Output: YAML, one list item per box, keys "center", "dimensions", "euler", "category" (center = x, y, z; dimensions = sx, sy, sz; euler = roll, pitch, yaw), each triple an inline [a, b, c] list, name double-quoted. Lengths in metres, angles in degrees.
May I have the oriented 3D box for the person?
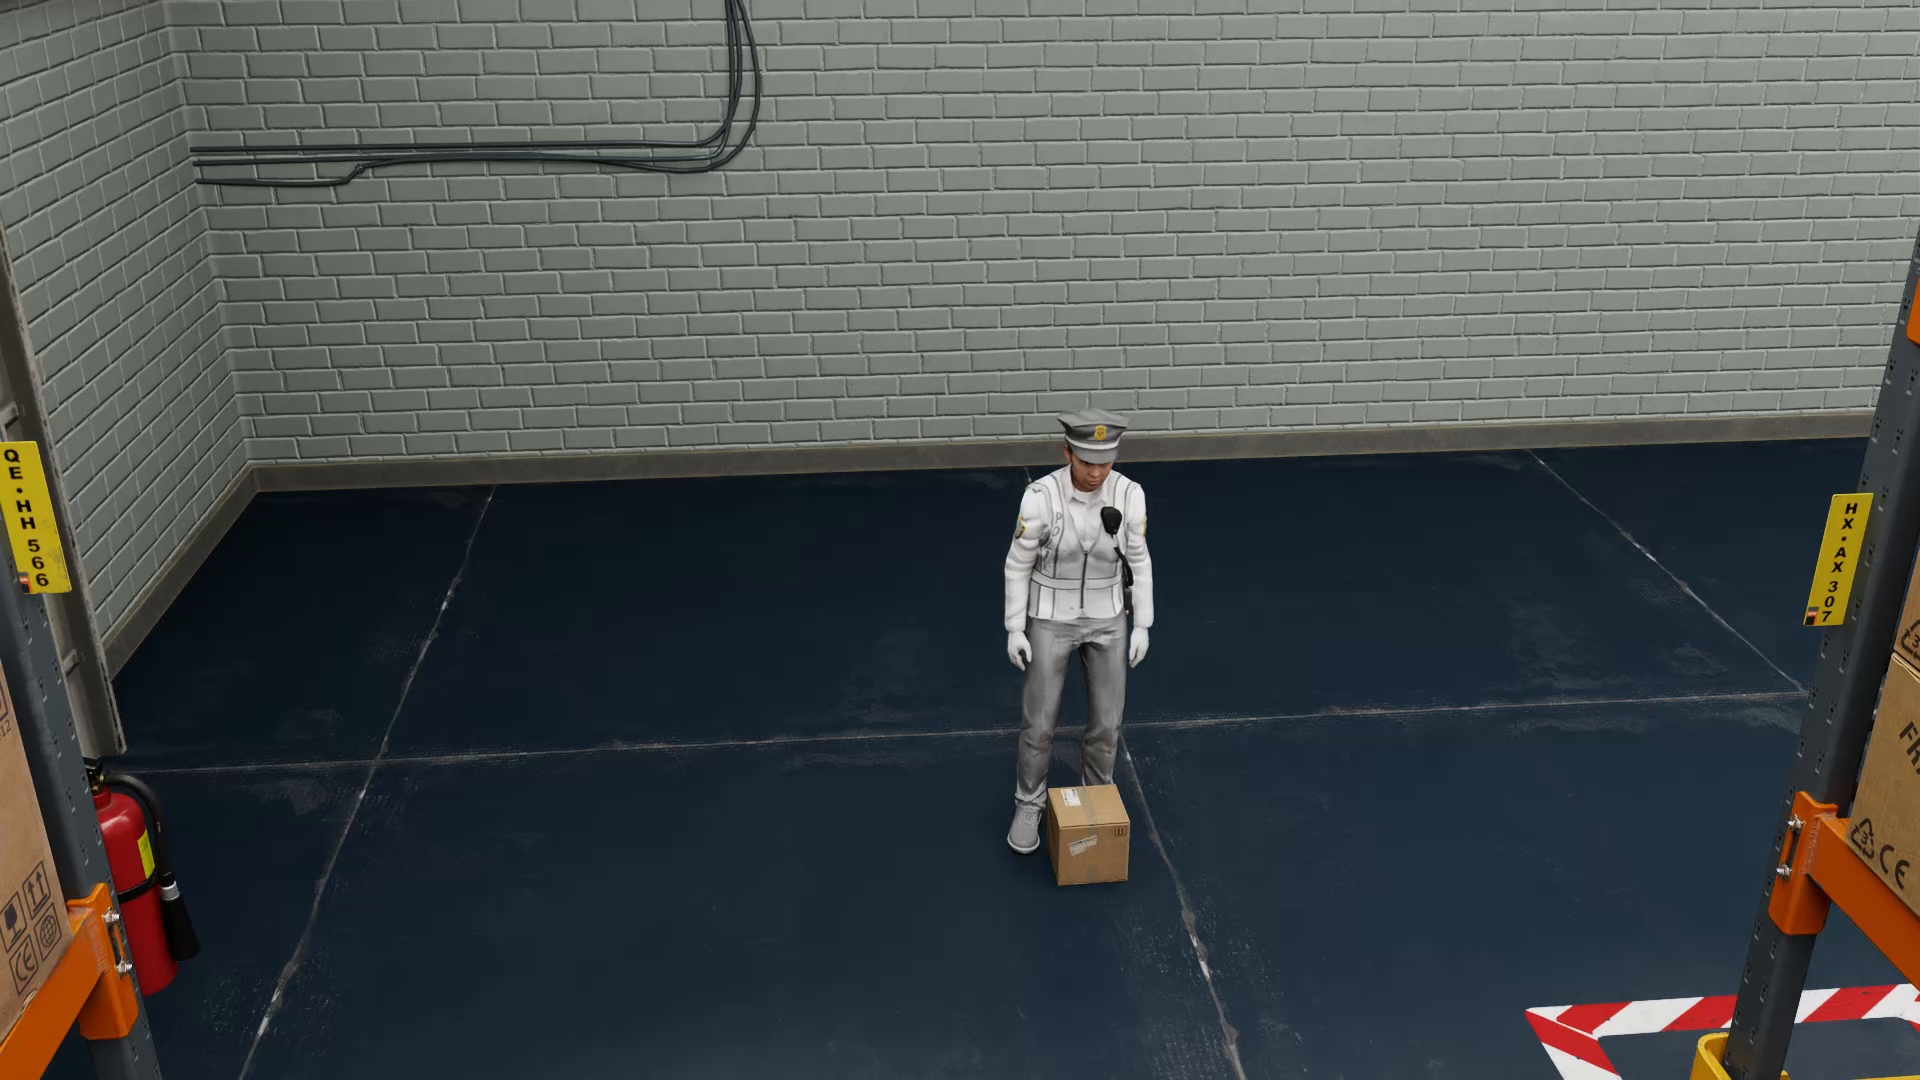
- center: [0.419, 0.313, 5.889]
  dimensions: [0.530, 1.663, 0.371]
  euler: [-2, 24, -5]
  category: "person"
